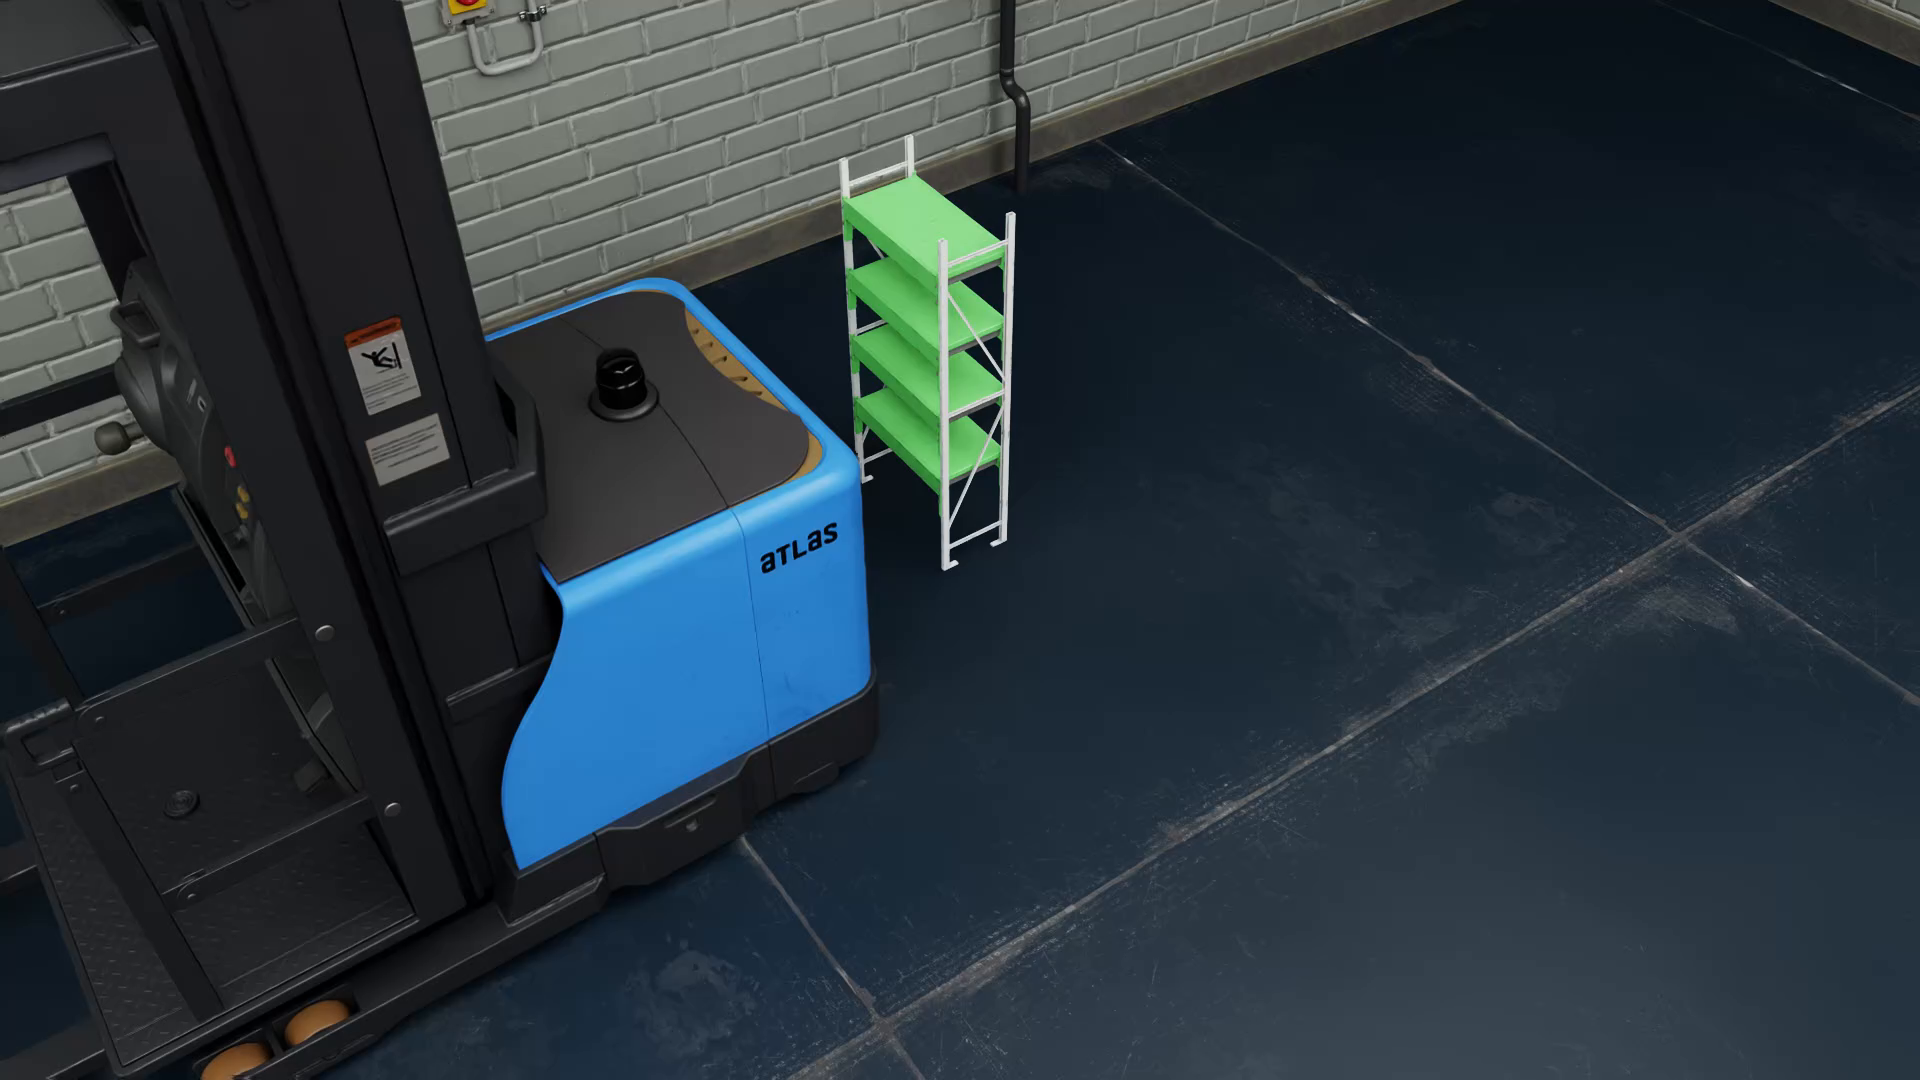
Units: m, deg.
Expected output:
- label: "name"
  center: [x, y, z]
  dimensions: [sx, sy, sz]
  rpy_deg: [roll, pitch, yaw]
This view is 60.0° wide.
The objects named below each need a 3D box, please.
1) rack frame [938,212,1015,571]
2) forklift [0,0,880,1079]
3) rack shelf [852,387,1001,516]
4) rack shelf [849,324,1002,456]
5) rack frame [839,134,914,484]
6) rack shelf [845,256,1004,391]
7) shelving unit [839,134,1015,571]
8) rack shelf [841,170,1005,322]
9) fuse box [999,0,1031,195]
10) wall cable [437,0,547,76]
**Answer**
- label: "rack frame"
  center: [0.045, -0.390, 4.789]
  dimensions: [0.240, 1.200, 0.015]
  rpy_deg: [-26, 49, -24]
- label: "forklift"
  center: [-1.717, -0.151, 3.285]
  dimensions: [3.031, 2.935, 1.130]
  rpy_deg: [-26, 50, -25]
- label: "rack shelf"
  center: [-0.095, -0.308, 5.144]
  dimensions: [0.258, 0.148, 0.480]
  rpy_deg: [-26, 49, -24]
- label: "rack shelf"
  center: [-0.095, -0.482, 4.978]
  dimensions: [0.258, 0.148, 0.480]
  rpy_deg: [-26, 49, -24]
- label: "rack frame"
  center: [-0.234, -0.666, 5.079]
  dimensions: [0.240, 1.200, 0.015]
  rpy_deg: [-26, 49, -24]
- label: "rack shelf"
  center: [-0.095, -0.655, 4.812]
  dimensions: [0.258, 0.148, 0.480]
  rpy_deg: [-26, 49, -24]
- label: "shelving unit"
  center: [-0.095, -0.528, 4.934]
  dimensions: [0.258, 1.200, 0.503]
  rpy_deg: [-26, 49, -24]
- label: "rack shelf"
  center: [-0.095, -0.829, 4.647]
  dimensions: [0.258, 0.148, 0.480]
  rpy_deg: [-26, 49, -24]
- label: "fuse box"
  center: [0.285, -2.027, 6.134]
  dimensions: [0.539, 1.711, 0.414]
  rpy_deg: [-26, 49, -24]
- label: "wall cable"
  center: [-1.521, -2.124, 4.545]
  dimensions: [0.585, 1.953, 0.123]
  rpy_deg: [-26, 49, -24]
